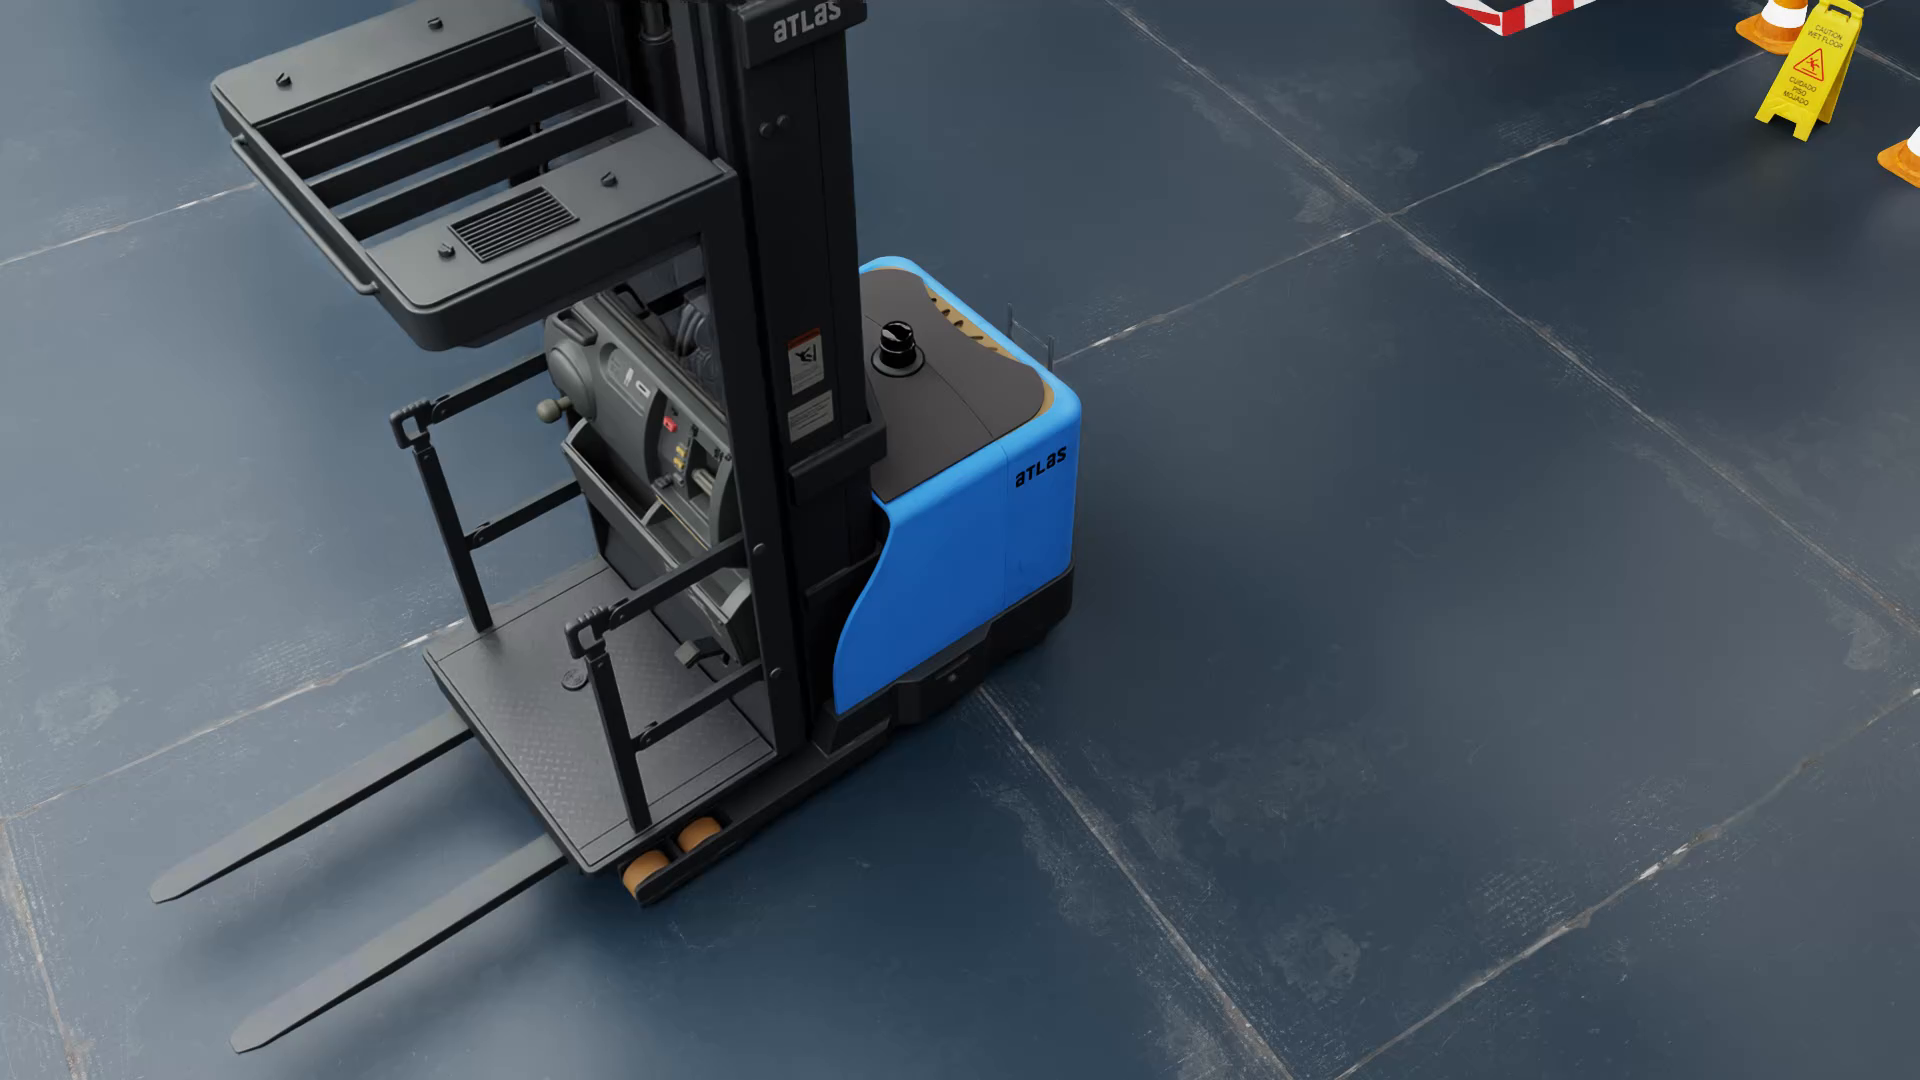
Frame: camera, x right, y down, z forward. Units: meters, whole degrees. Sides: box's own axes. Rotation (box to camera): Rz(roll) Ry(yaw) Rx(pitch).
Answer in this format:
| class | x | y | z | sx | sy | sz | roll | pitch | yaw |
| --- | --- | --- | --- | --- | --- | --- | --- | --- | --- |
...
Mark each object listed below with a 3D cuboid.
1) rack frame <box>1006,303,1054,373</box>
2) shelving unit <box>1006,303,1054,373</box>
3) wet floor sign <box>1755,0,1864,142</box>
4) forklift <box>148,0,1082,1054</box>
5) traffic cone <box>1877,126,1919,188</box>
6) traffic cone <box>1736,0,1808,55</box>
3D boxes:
| class | x | y | z | sx | sy | sz | roll | pitch | yaw |
| --- | --- | --- | --- | --- | --- | --- | --- | --- | --- |
| rack frame | 0.242 | -0.455 | 6.053 | 0.006 | 0.900 | 0.240 | -31 | 55 | -25 |
| shelving unit | 0.163 | -0.407 | 6.010 | 0.210 | 0.900 | 0.258 | -31 | 55 | -25 |
| wet floor sign | 4.034 | -2.247 | 7.819 | 0.232 | 0.644 | 0.267 | -34 | 57 | -27 |
| forklift | -1.064 | -0.288 | 4.544 | 3.031 | 2.935 | 1.130 | -31 | 55 | -25 |
| traffic cone | 4.524 | -1.914 | 7.644 | 0.334 | 0.463 | 0.336 | -25 | 53 | -21 |
| traffic cone | 4.209 | -2.763 | 8.400 | 0.334 | 0.463 | 0.336 | -25 | 53 | -21 |
